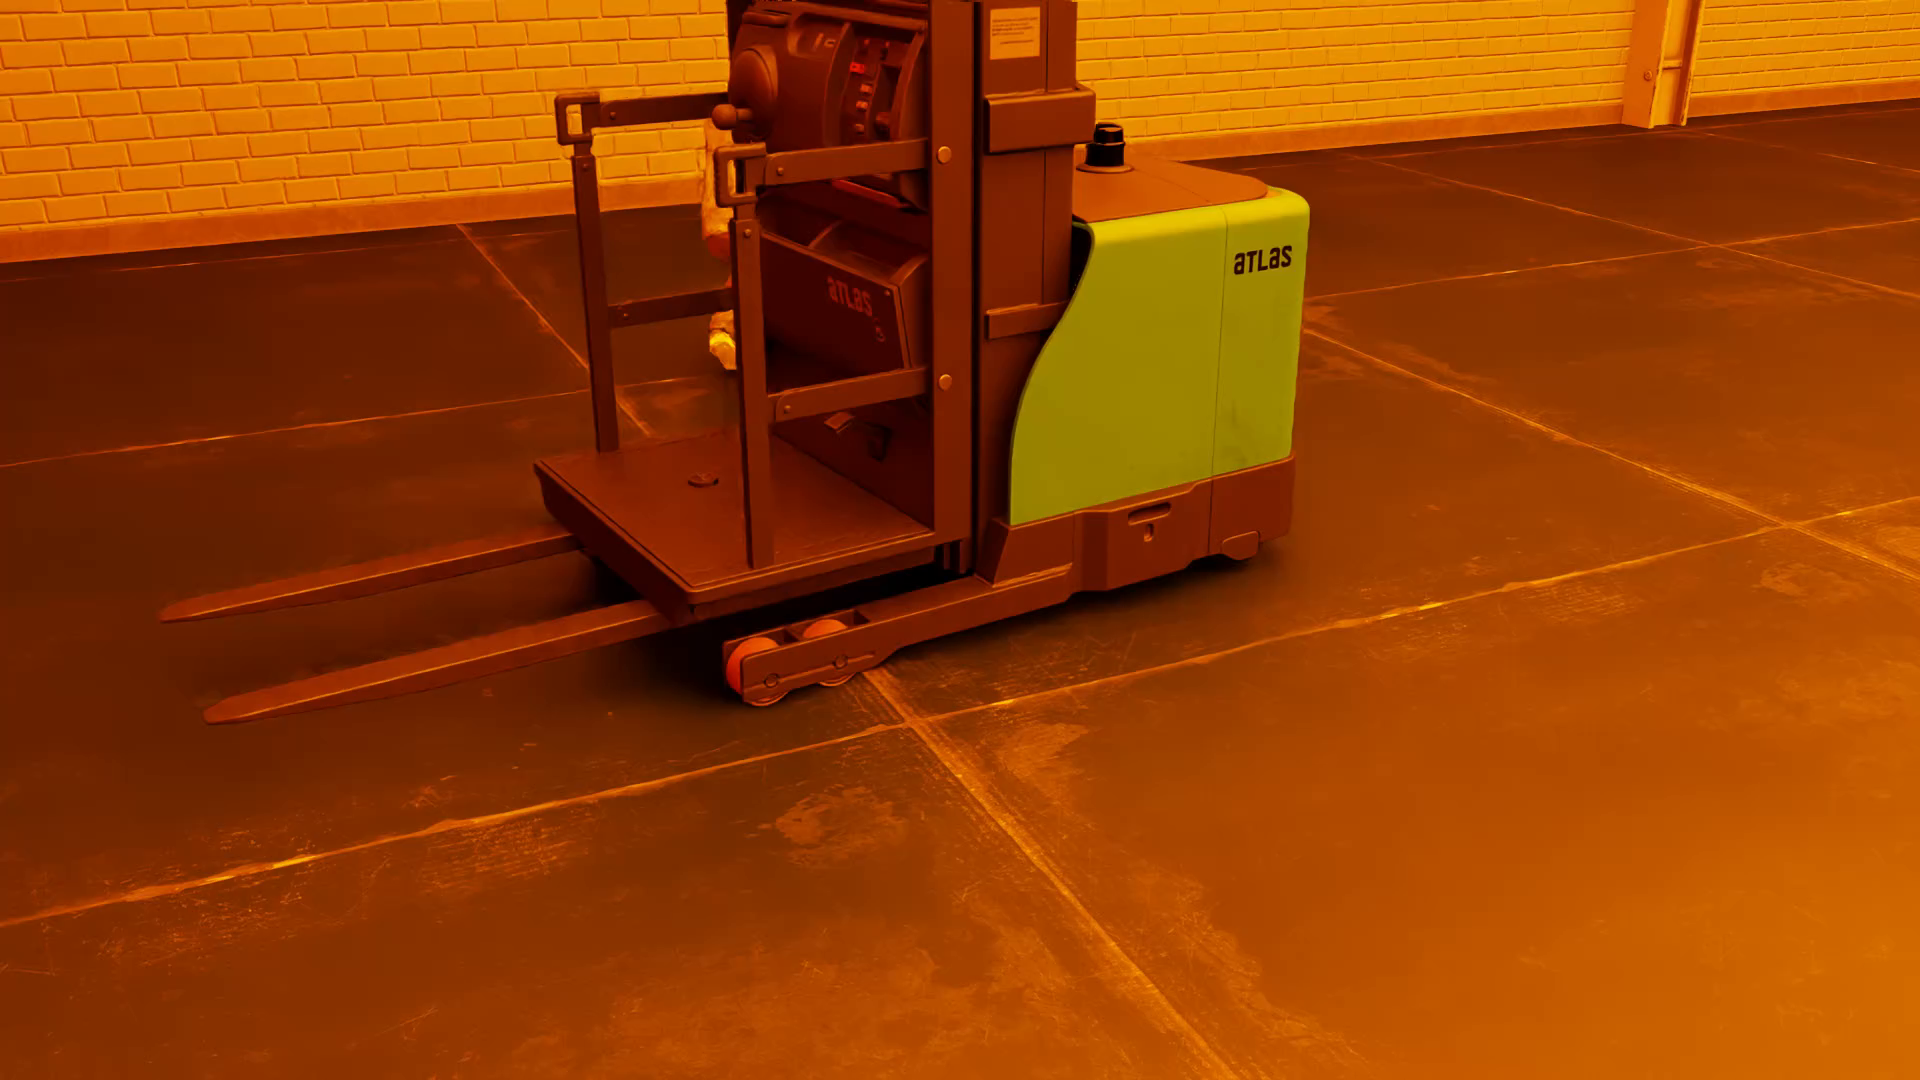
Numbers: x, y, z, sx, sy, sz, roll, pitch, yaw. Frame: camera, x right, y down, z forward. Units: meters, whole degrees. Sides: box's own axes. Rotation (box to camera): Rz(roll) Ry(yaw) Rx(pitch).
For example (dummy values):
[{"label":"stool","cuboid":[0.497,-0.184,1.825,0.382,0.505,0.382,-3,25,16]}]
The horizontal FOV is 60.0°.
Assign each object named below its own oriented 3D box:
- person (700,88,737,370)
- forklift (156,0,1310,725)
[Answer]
[{"label":"person","cuboid":[-0.695,-1.340,6.611,0.680,1.326,0.882,10,25,23]},{"label":"forklift","cuboid":[-0.525,-1.174,4.111,3.031,2.935,1.130,-14,26,-30]}]
